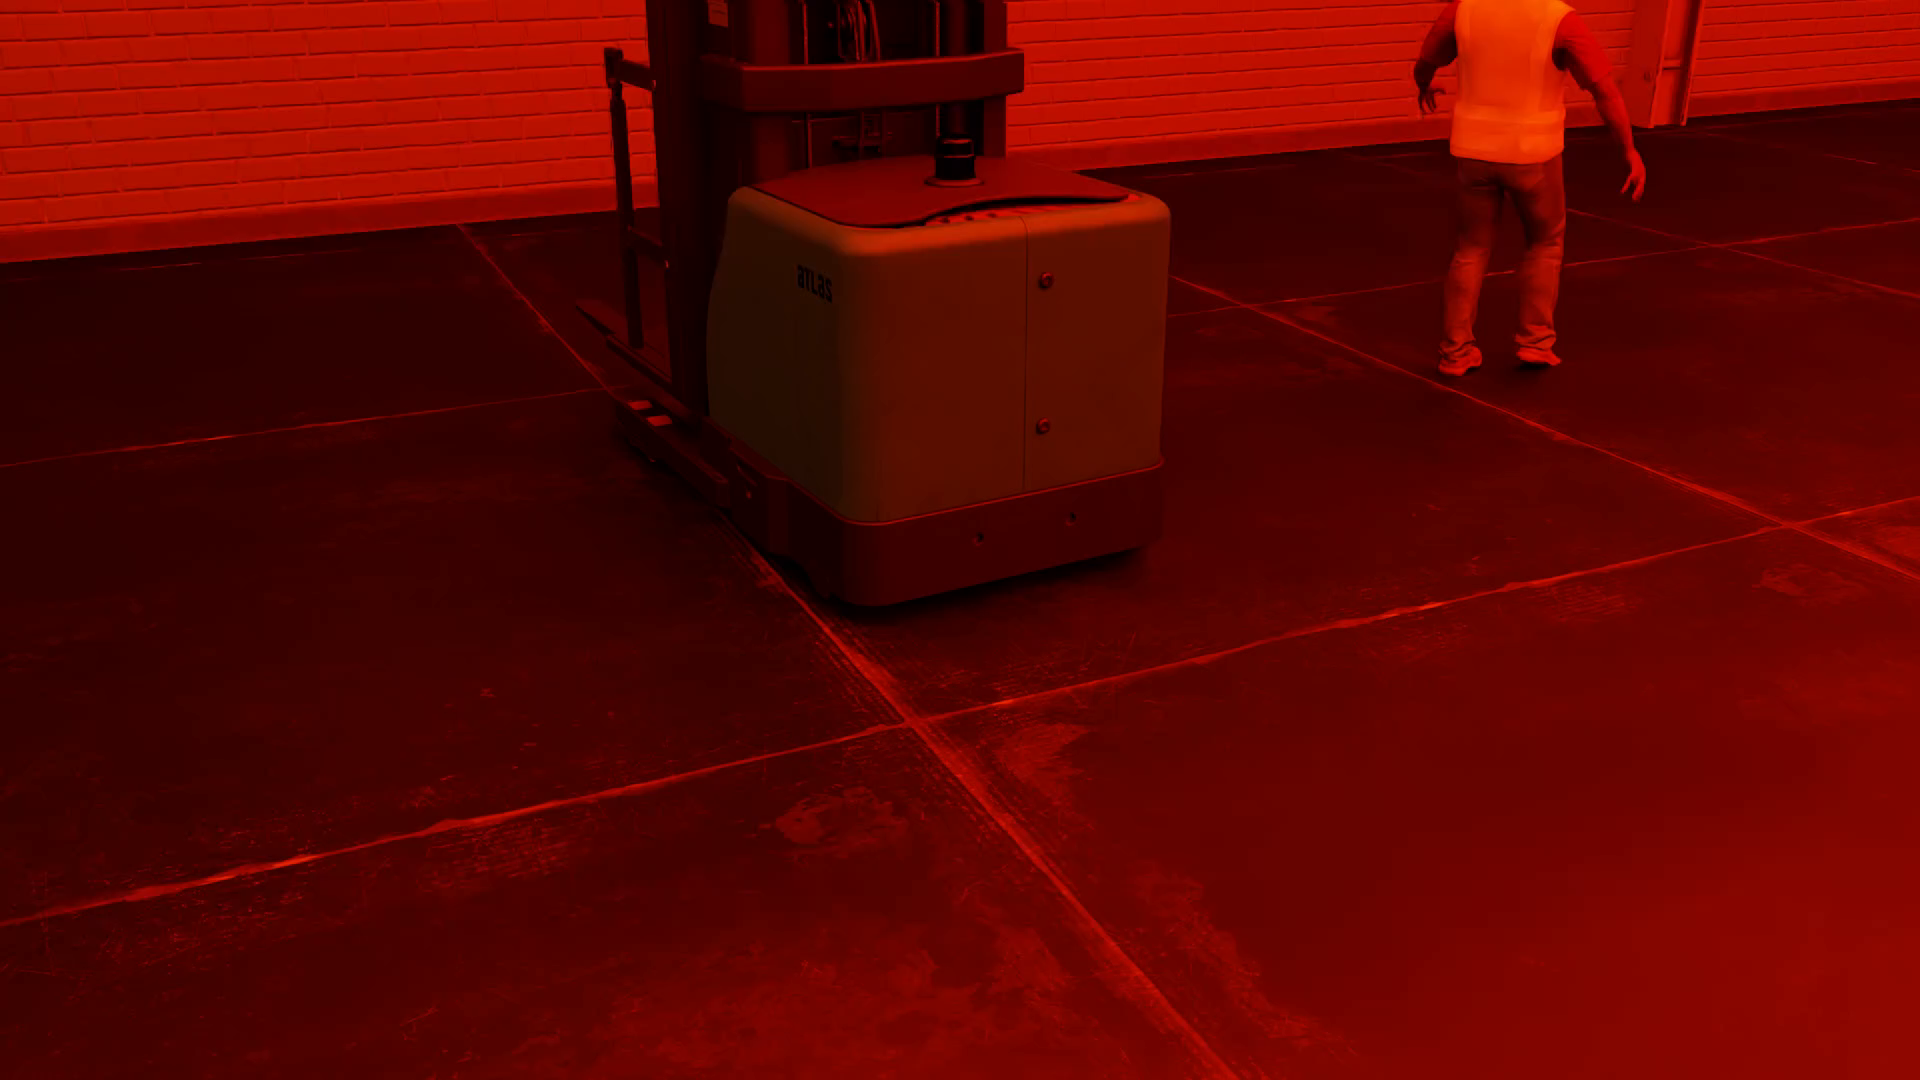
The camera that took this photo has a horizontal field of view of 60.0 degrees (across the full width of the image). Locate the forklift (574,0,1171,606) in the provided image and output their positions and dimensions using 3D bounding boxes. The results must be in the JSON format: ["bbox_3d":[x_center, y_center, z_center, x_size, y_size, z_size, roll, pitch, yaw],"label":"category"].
[{"bbox_3d":[-0.564,-1.697,5.370,1.130,2.935,3.031,-12,26,-27],"label":"forklift"}]

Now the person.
[{"bbox_3d":[2.196,-1.502,6.519,1.032,1.792,0.592,18,29,37],"label":"person"}]
